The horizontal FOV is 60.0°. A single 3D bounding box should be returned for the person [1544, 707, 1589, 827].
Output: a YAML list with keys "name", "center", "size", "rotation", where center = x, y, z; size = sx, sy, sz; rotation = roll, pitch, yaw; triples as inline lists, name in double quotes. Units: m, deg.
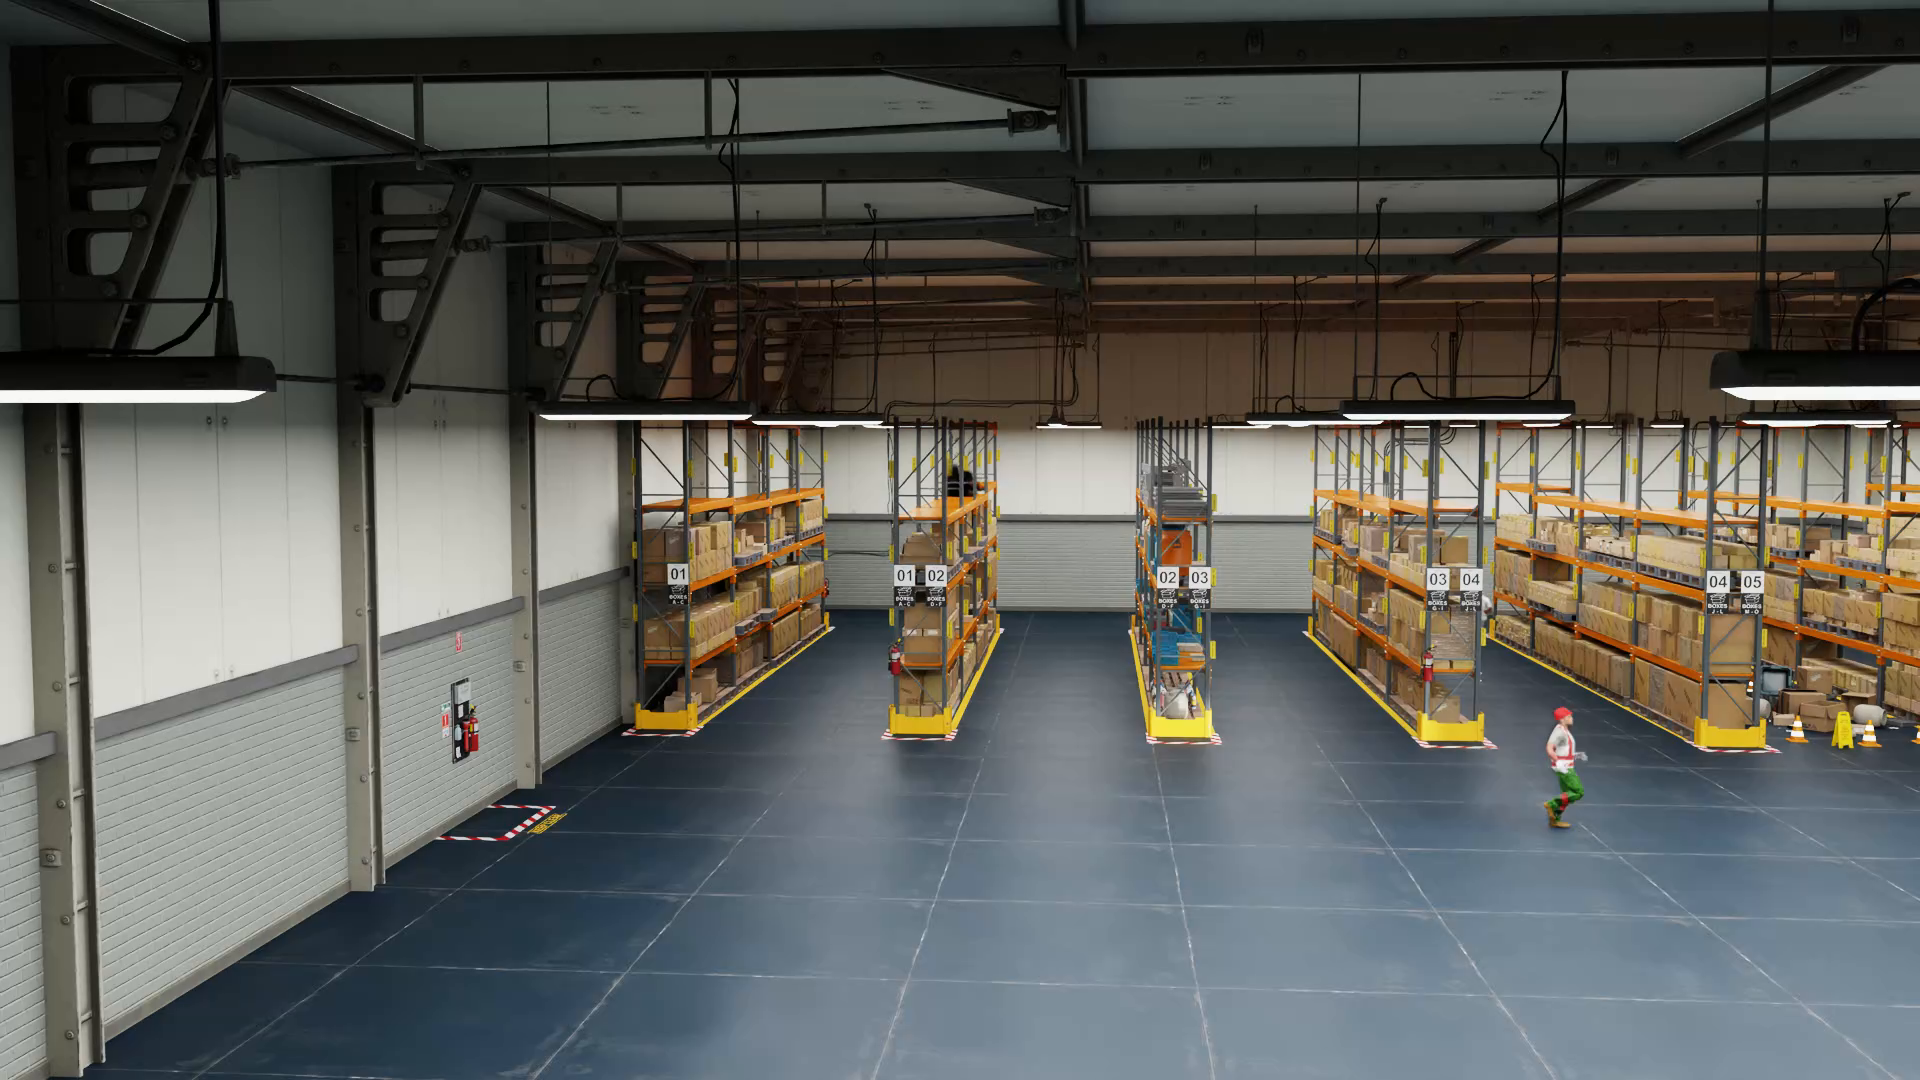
- name: "person"
  center: [8.747, 3.284, 23.981]
  size: [0.587, 1.739, 0.656]
  rotation: [2, 4, 23]

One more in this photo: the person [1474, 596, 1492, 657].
- name: "person"
  center: [13.281, 2.062, 42.605]
  size: [0.685, 1.775, 0.905]
  rotation: [1, 4, 13]
